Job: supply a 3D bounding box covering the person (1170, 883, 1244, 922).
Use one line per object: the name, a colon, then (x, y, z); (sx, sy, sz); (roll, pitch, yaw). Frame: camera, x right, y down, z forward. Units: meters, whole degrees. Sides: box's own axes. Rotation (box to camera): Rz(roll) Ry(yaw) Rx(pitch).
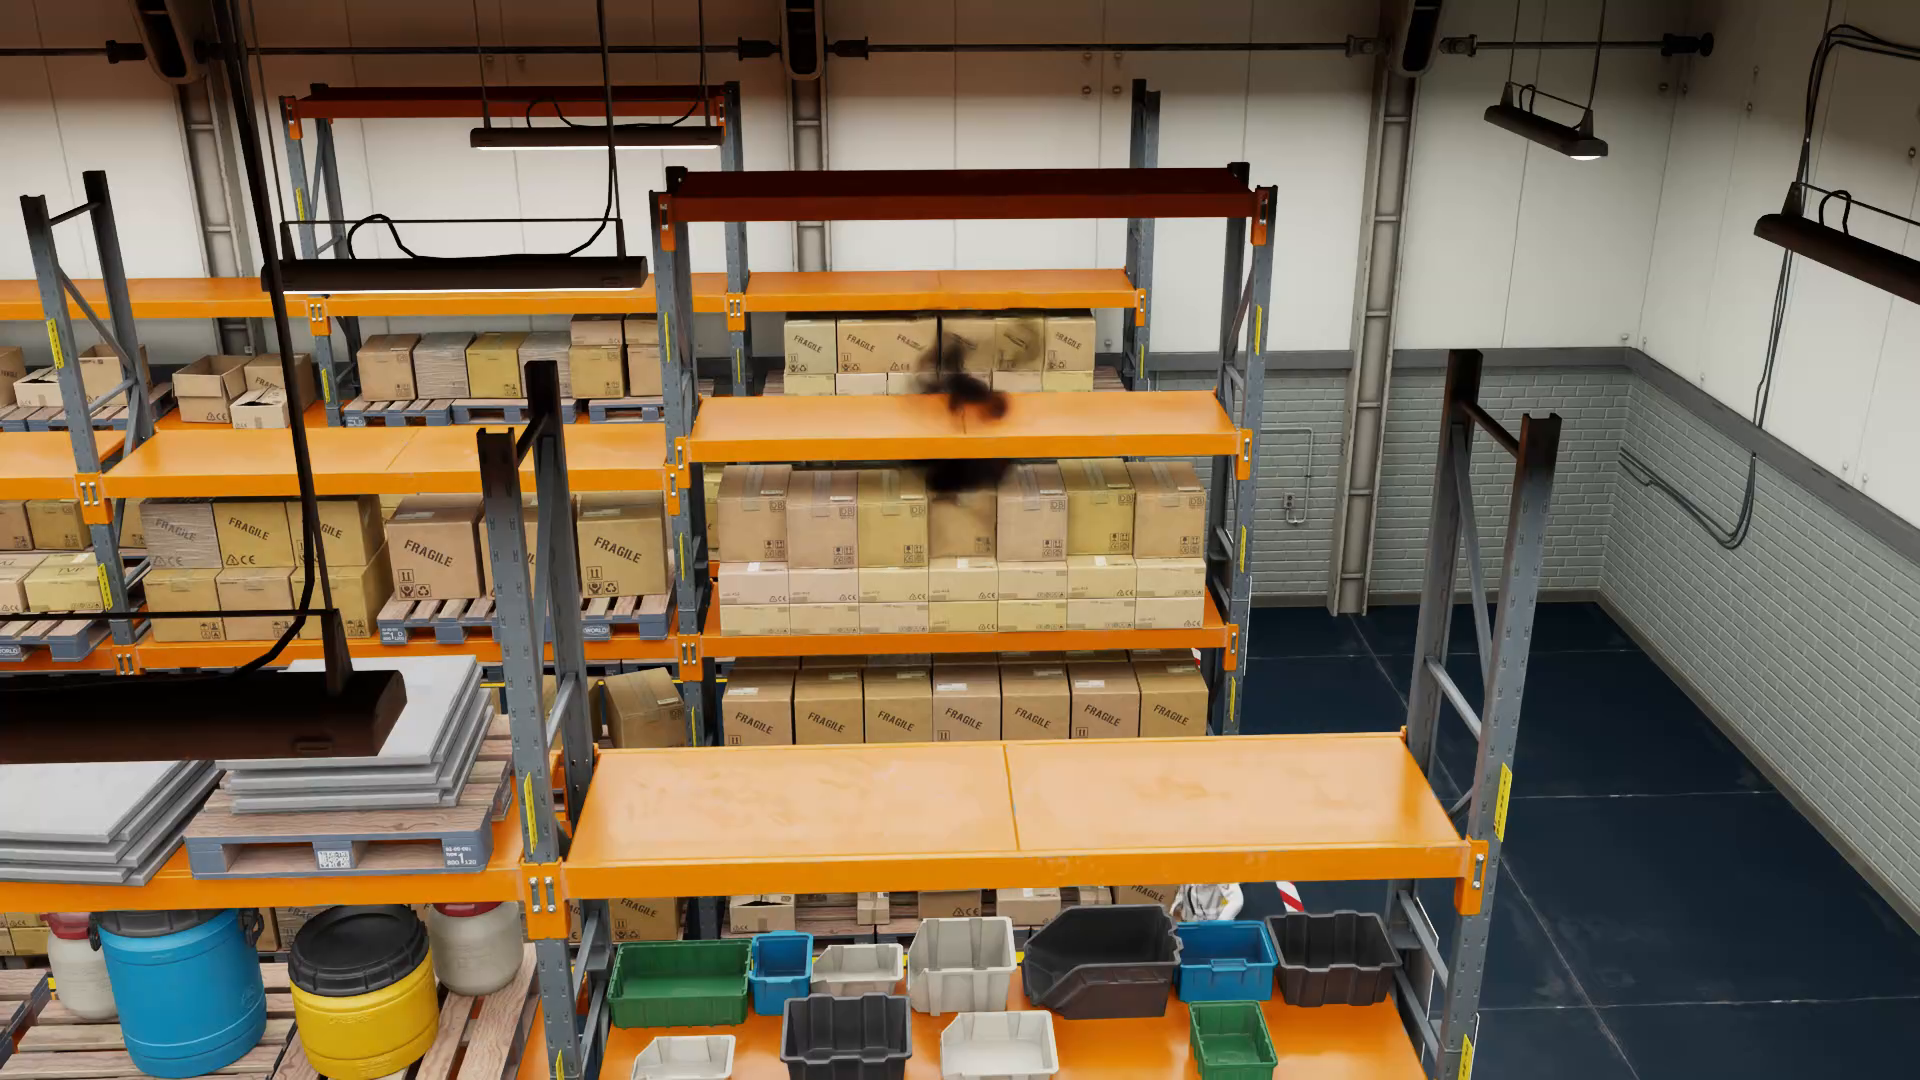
person: (1.693, 2.672, 11.684); (0.470, 1.624, 0.626); (-4, 23, -10)
